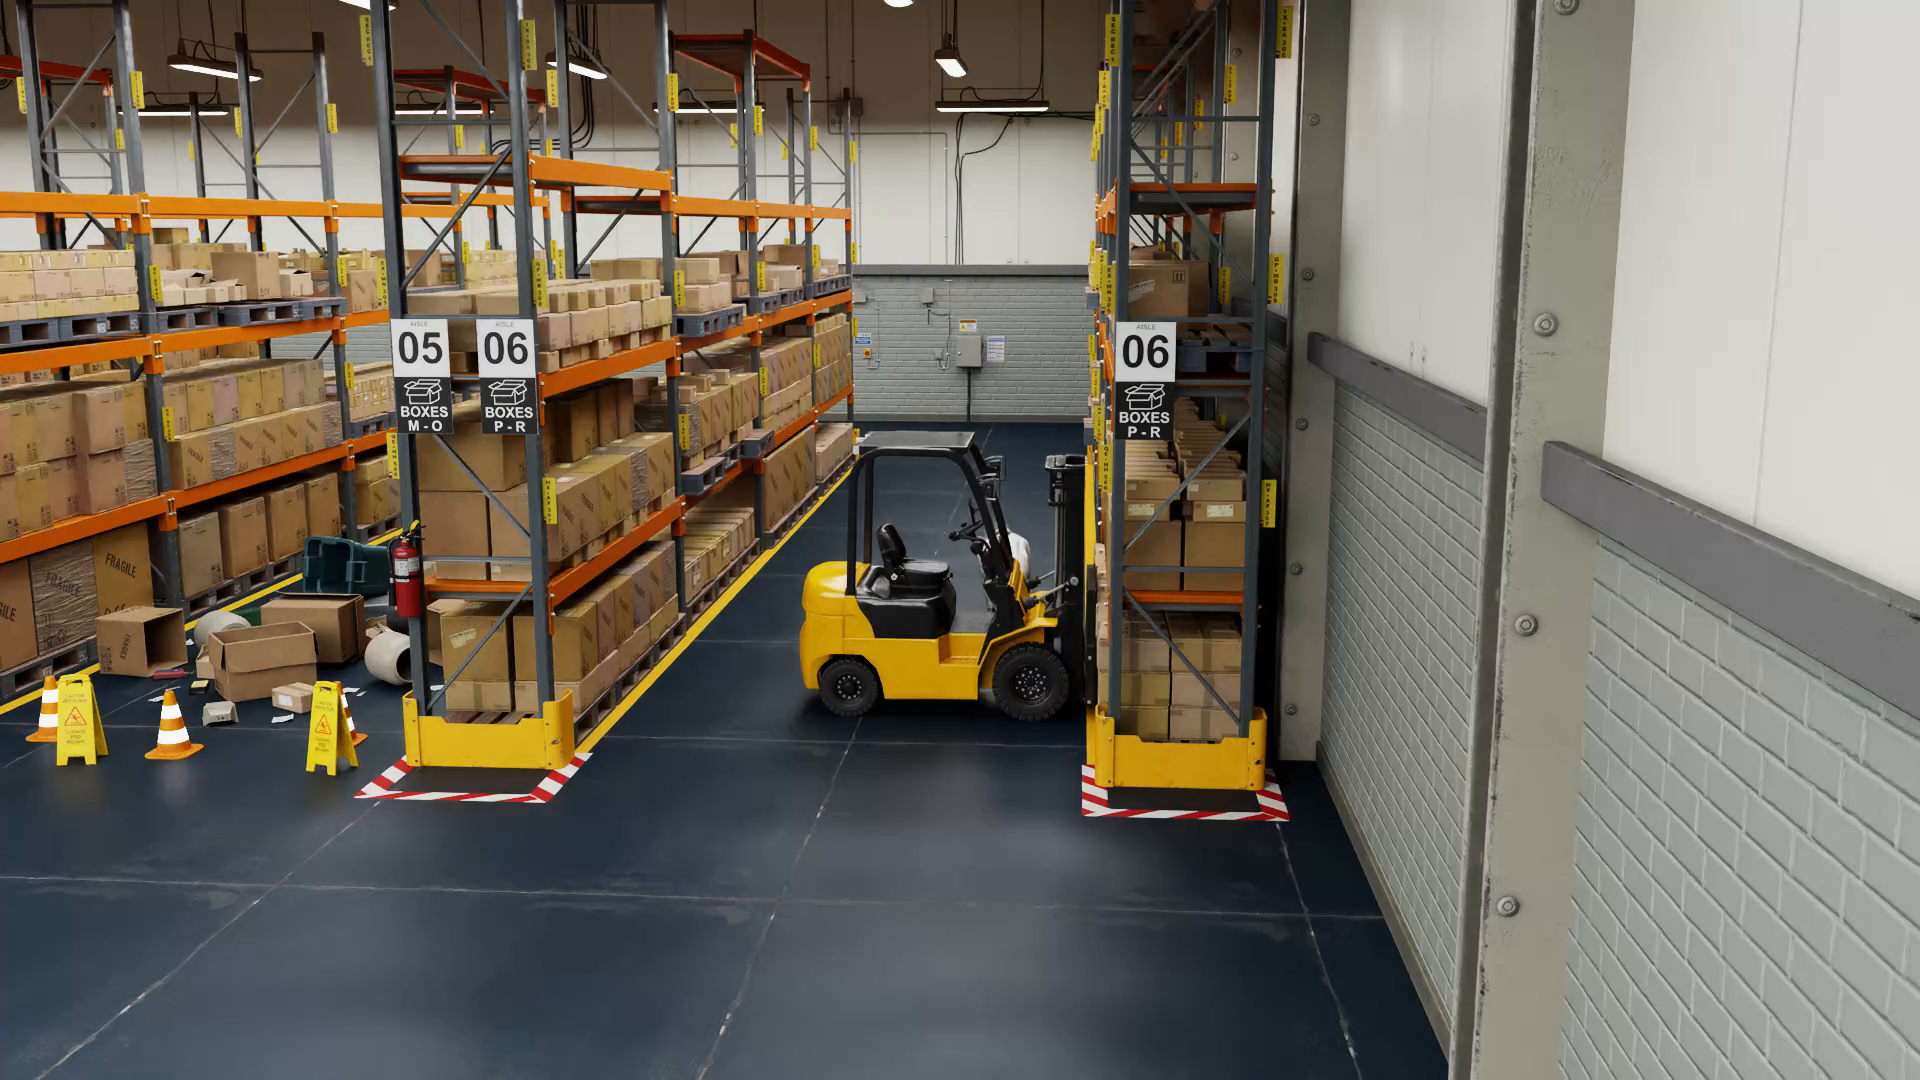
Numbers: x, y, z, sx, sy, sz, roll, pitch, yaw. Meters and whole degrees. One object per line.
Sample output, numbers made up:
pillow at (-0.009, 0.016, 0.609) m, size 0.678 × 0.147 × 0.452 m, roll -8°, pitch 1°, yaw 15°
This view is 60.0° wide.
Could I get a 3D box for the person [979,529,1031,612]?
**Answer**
person at (0.448, 0.340, 16.762) m, size 0.531 × 0.810 × 0.959 m, roll 0°, pitch 11°, yaw 3°
